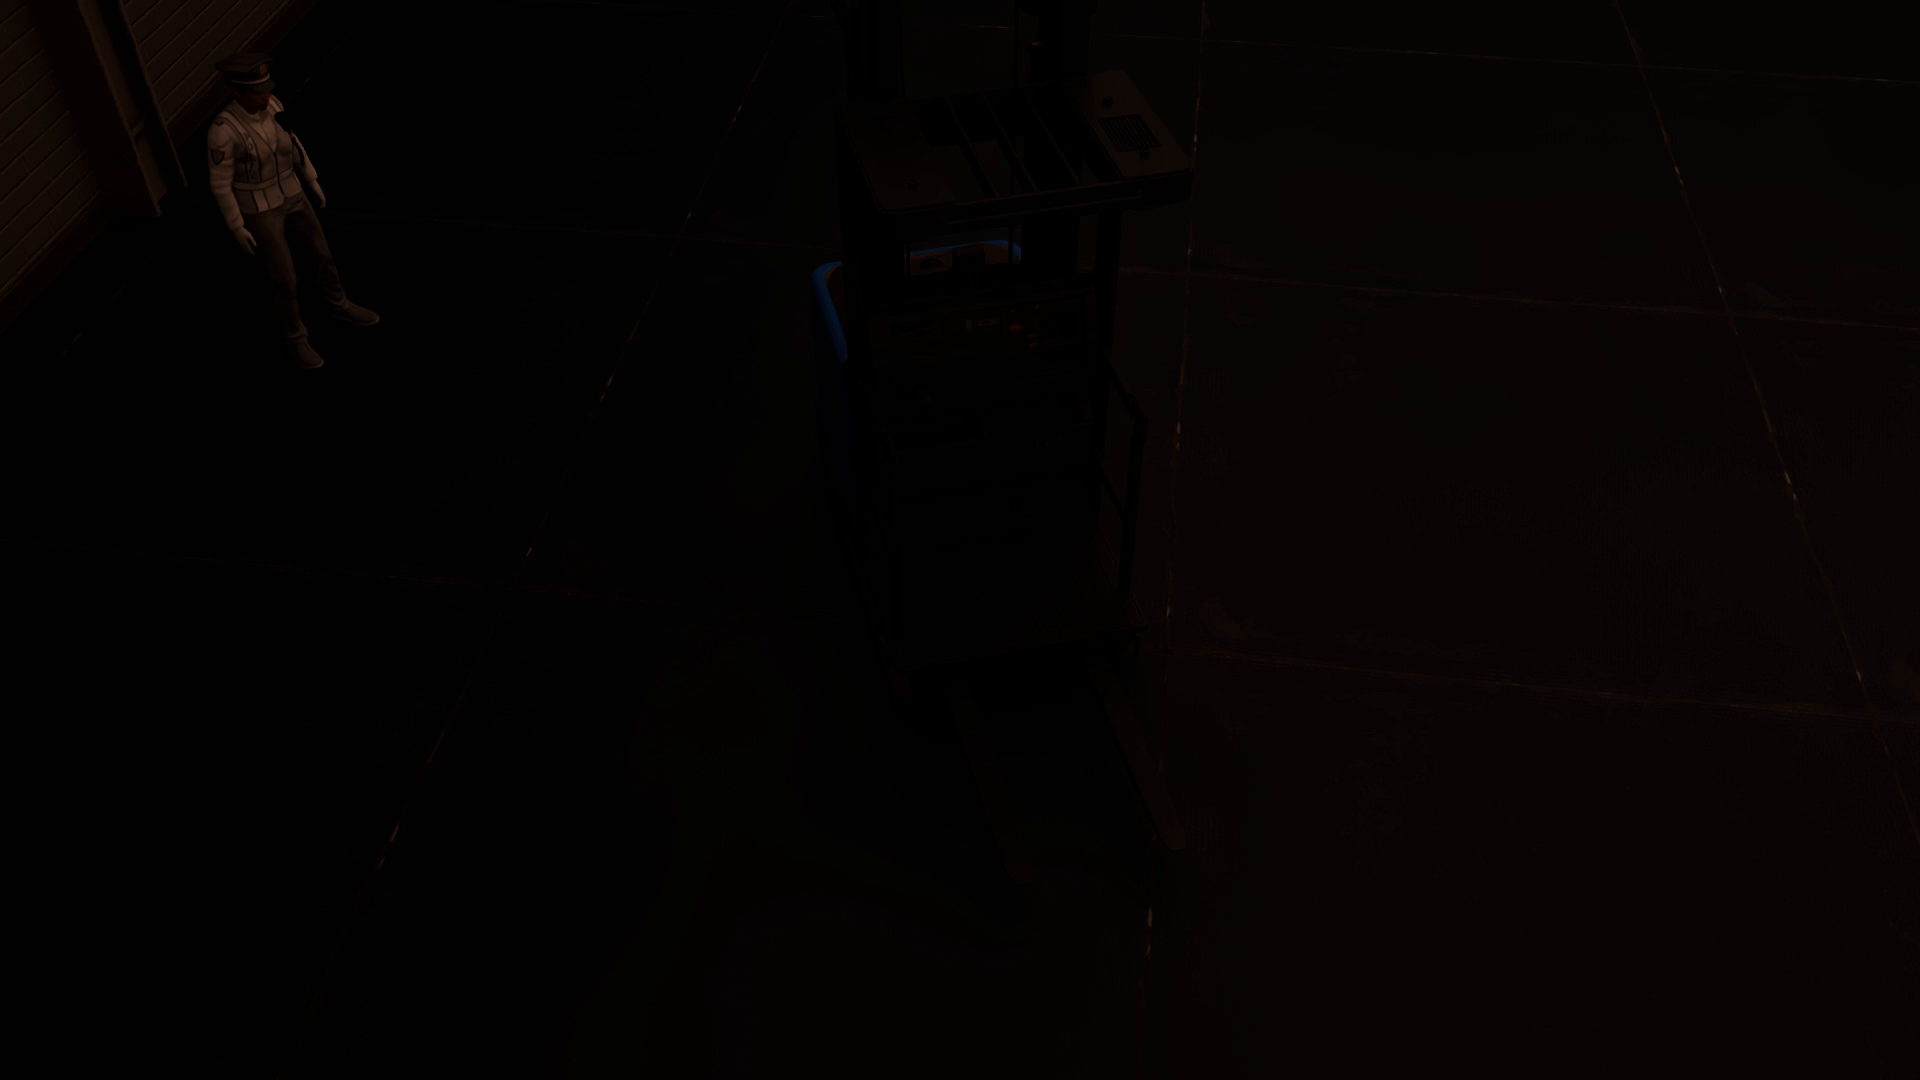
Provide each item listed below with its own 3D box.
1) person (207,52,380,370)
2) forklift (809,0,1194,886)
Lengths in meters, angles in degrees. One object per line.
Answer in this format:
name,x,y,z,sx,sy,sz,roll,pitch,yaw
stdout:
person,-3.494,-1.707,8.525,0.388,1.665,0.614,19,46,20
forklift,0.153,-0.681,6.465,1.130,2.935,3.031,-10,44,-11
